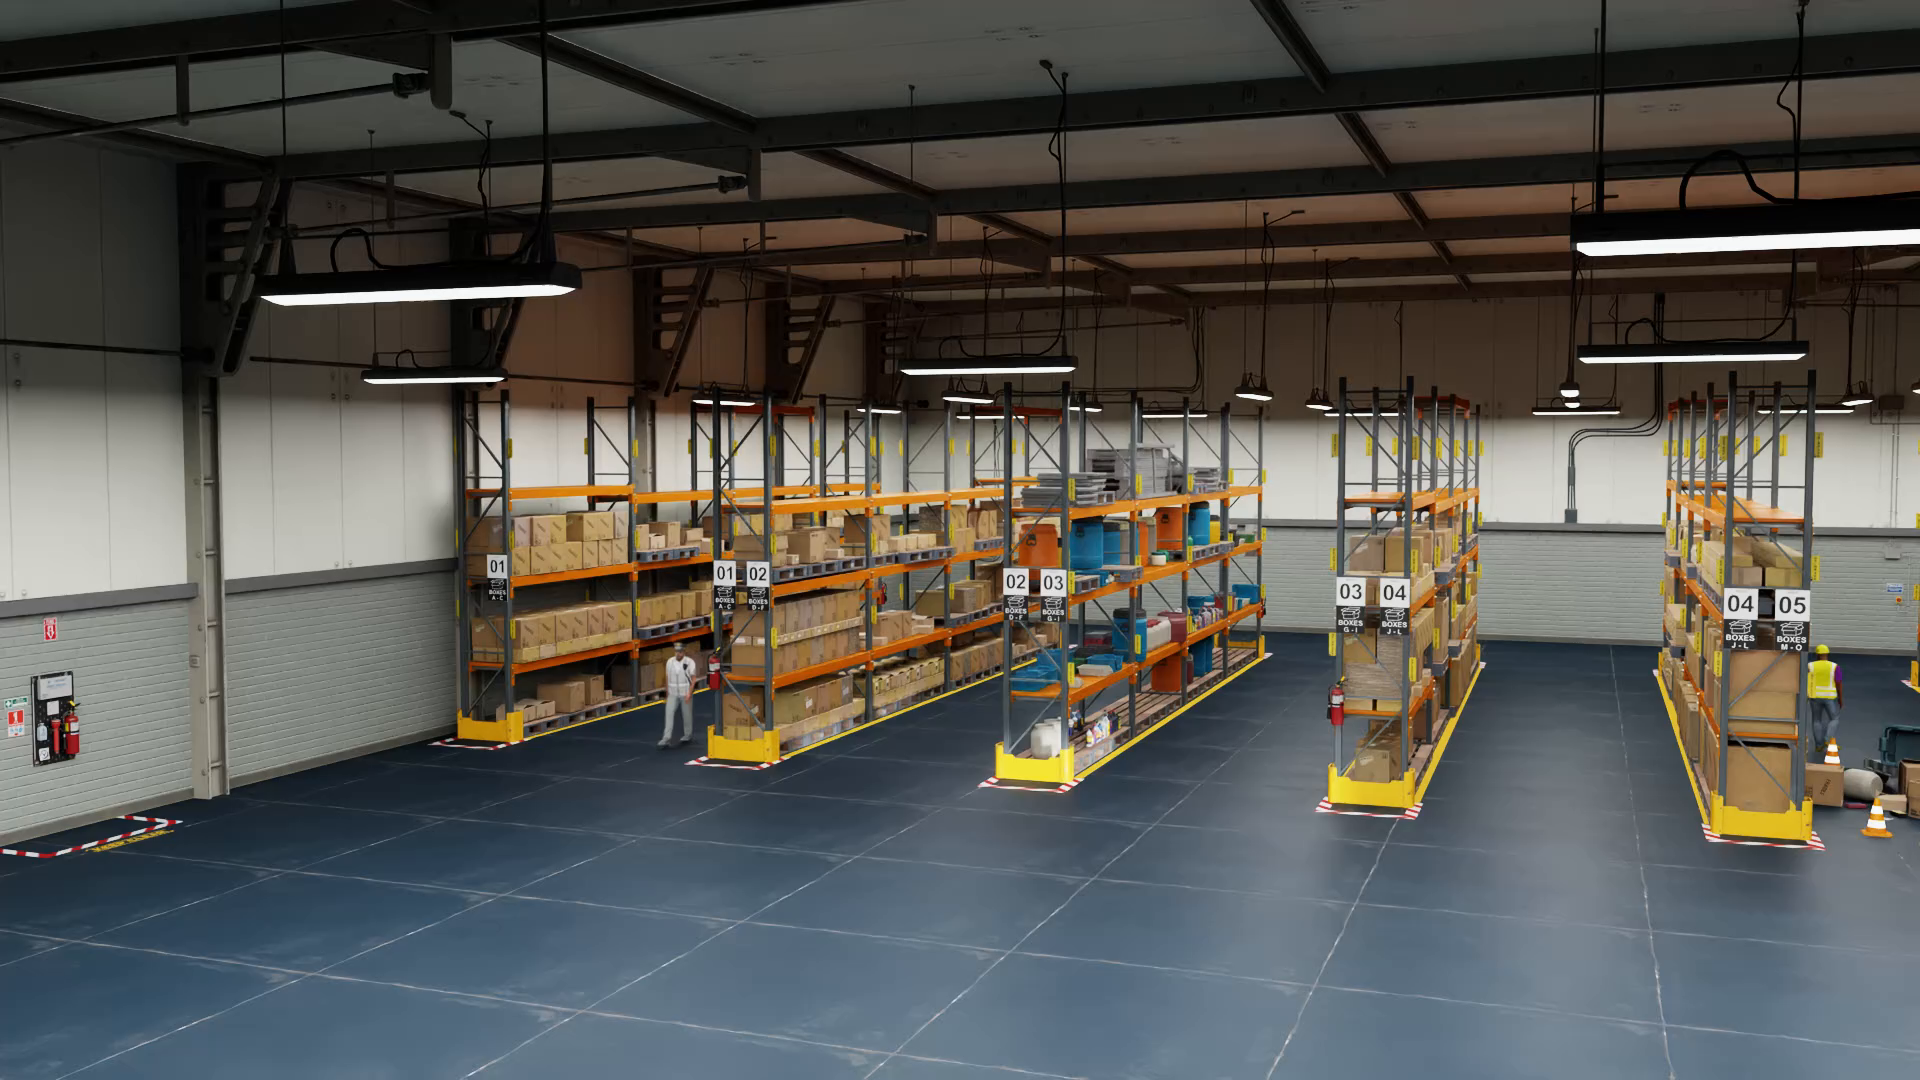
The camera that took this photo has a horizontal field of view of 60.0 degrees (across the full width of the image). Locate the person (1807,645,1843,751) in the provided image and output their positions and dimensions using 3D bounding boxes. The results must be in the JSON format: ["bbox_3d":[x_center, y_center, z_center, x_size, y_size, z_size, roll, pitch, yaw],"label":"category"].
[{"bbox_3d":[14.247,2.614,27.467,0.595,1.767,0.547,2,4,29],"label":"person"}]

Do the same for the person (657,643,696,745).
[{"bbox_3d":[-4.745,2.579,28.008,0.579,1.709,0.973,0,3,-1],"label":"person"}]

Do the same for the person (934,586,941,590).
[{"bbox_3d":[-0.454,1.944,40.386,0.707,1.671,0.693,2,4,29],"label":"person"}]
